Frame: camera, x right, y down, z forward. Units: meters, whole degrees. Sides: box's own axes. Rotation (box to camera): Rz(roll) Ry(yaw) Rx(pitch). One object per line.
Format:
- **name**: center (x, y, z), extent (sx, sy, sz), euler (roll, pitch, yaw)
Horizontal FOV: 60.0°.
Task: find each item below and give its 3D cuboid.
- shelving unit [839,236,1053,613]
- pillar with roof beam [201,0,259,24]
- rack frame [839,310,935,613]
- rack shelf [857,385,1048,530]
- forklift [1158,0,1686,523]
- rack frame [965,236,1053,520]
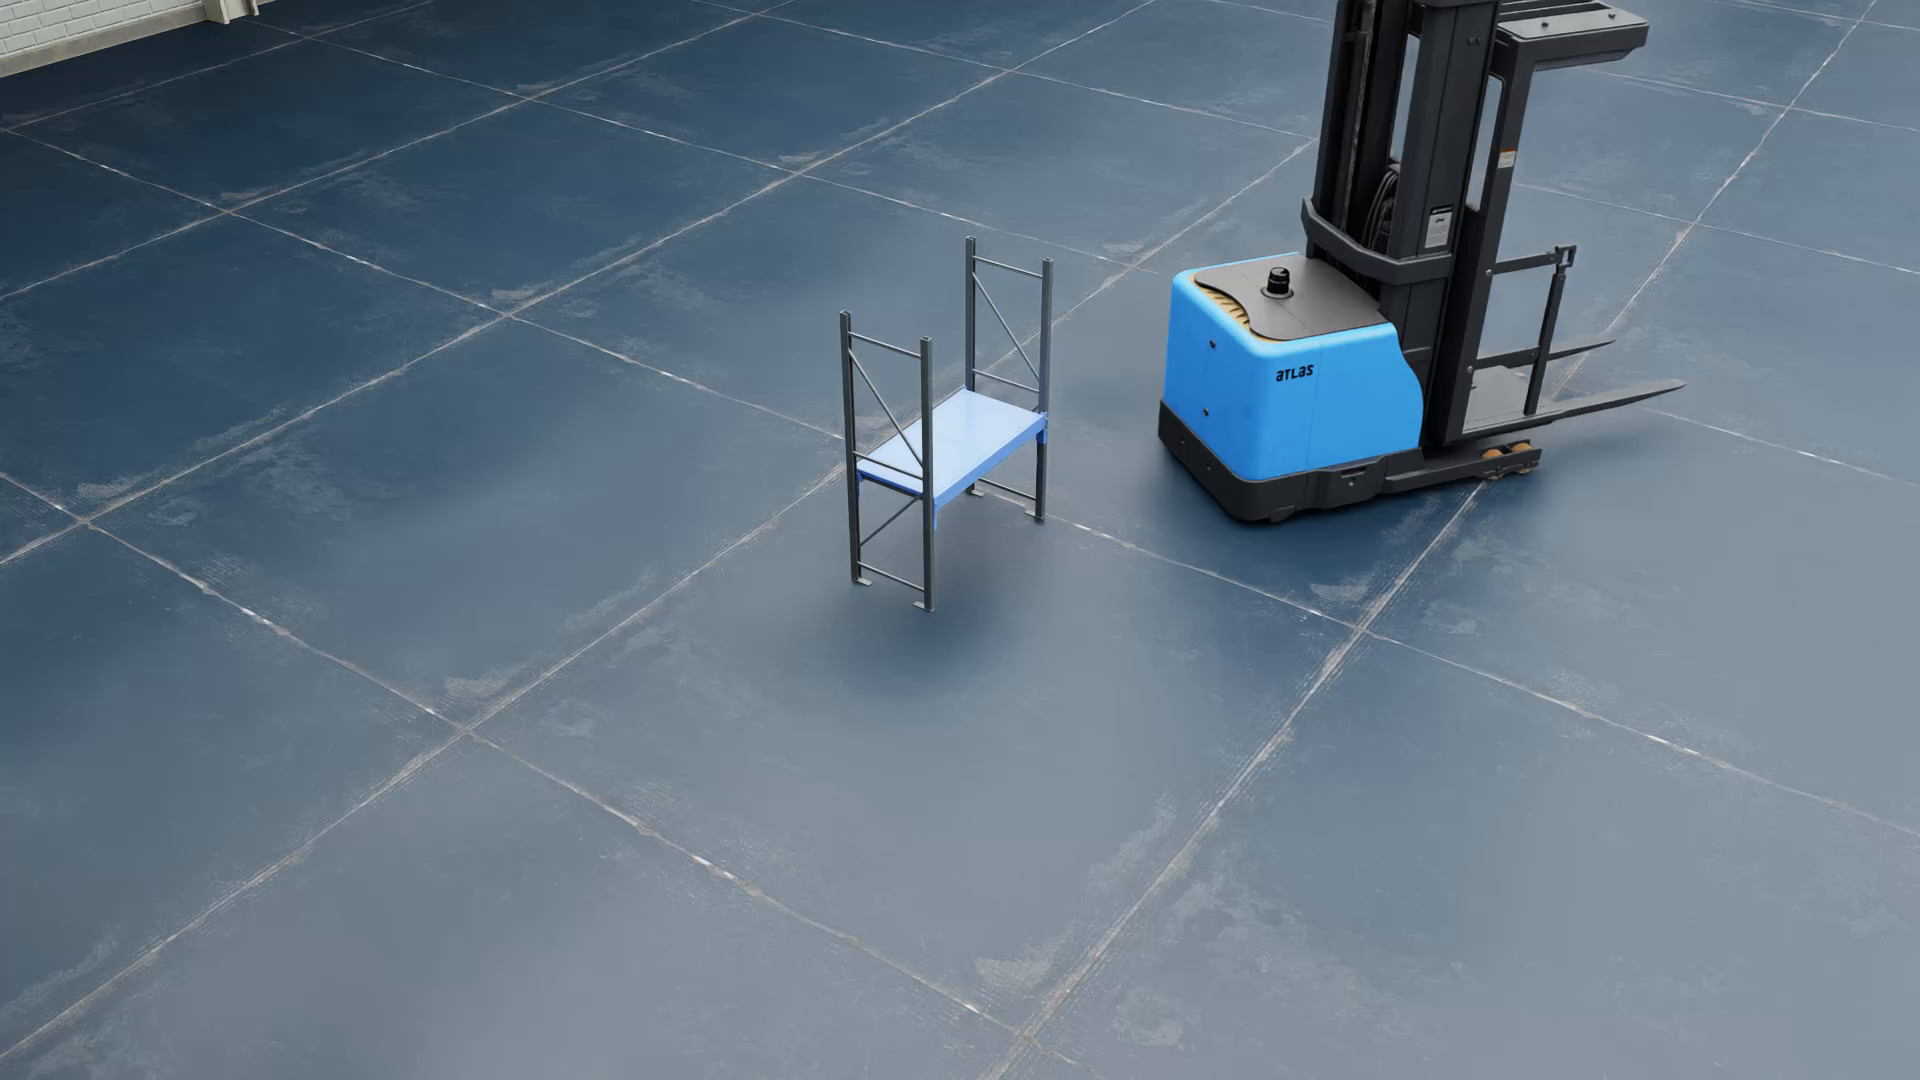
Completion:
- **shelving unit**: center (-0.049, -0.582, 8.272), extent (0.538, 1.500, 1.048), euler (21, 39, 28)
- **pillar with roof beam**: center (-3.623, -7.506, 11.816), extent (9.100, 9.000, 0.400), euler (21, 39, 28)
- **rack frame**: center (-0.338, -0.348, 7.926), extent (0.500, 1.500, 0.032), euler (21, 39, 28)
- **rack shelf**: center (-0.049, -0.433, 8.373), extent (0.538, 0.185, 1.000), euler (21, 39, 28)
- **forklift**: center (2.702, -1.813, 8.815), extent (3.031, 2.935, 1.130), euler (-12, 36, -17)
- **rack frame**: center (0.241, -0.816, 8.618), extent (0.500, 1.500, 0.032), euler (21, 39, 28)
